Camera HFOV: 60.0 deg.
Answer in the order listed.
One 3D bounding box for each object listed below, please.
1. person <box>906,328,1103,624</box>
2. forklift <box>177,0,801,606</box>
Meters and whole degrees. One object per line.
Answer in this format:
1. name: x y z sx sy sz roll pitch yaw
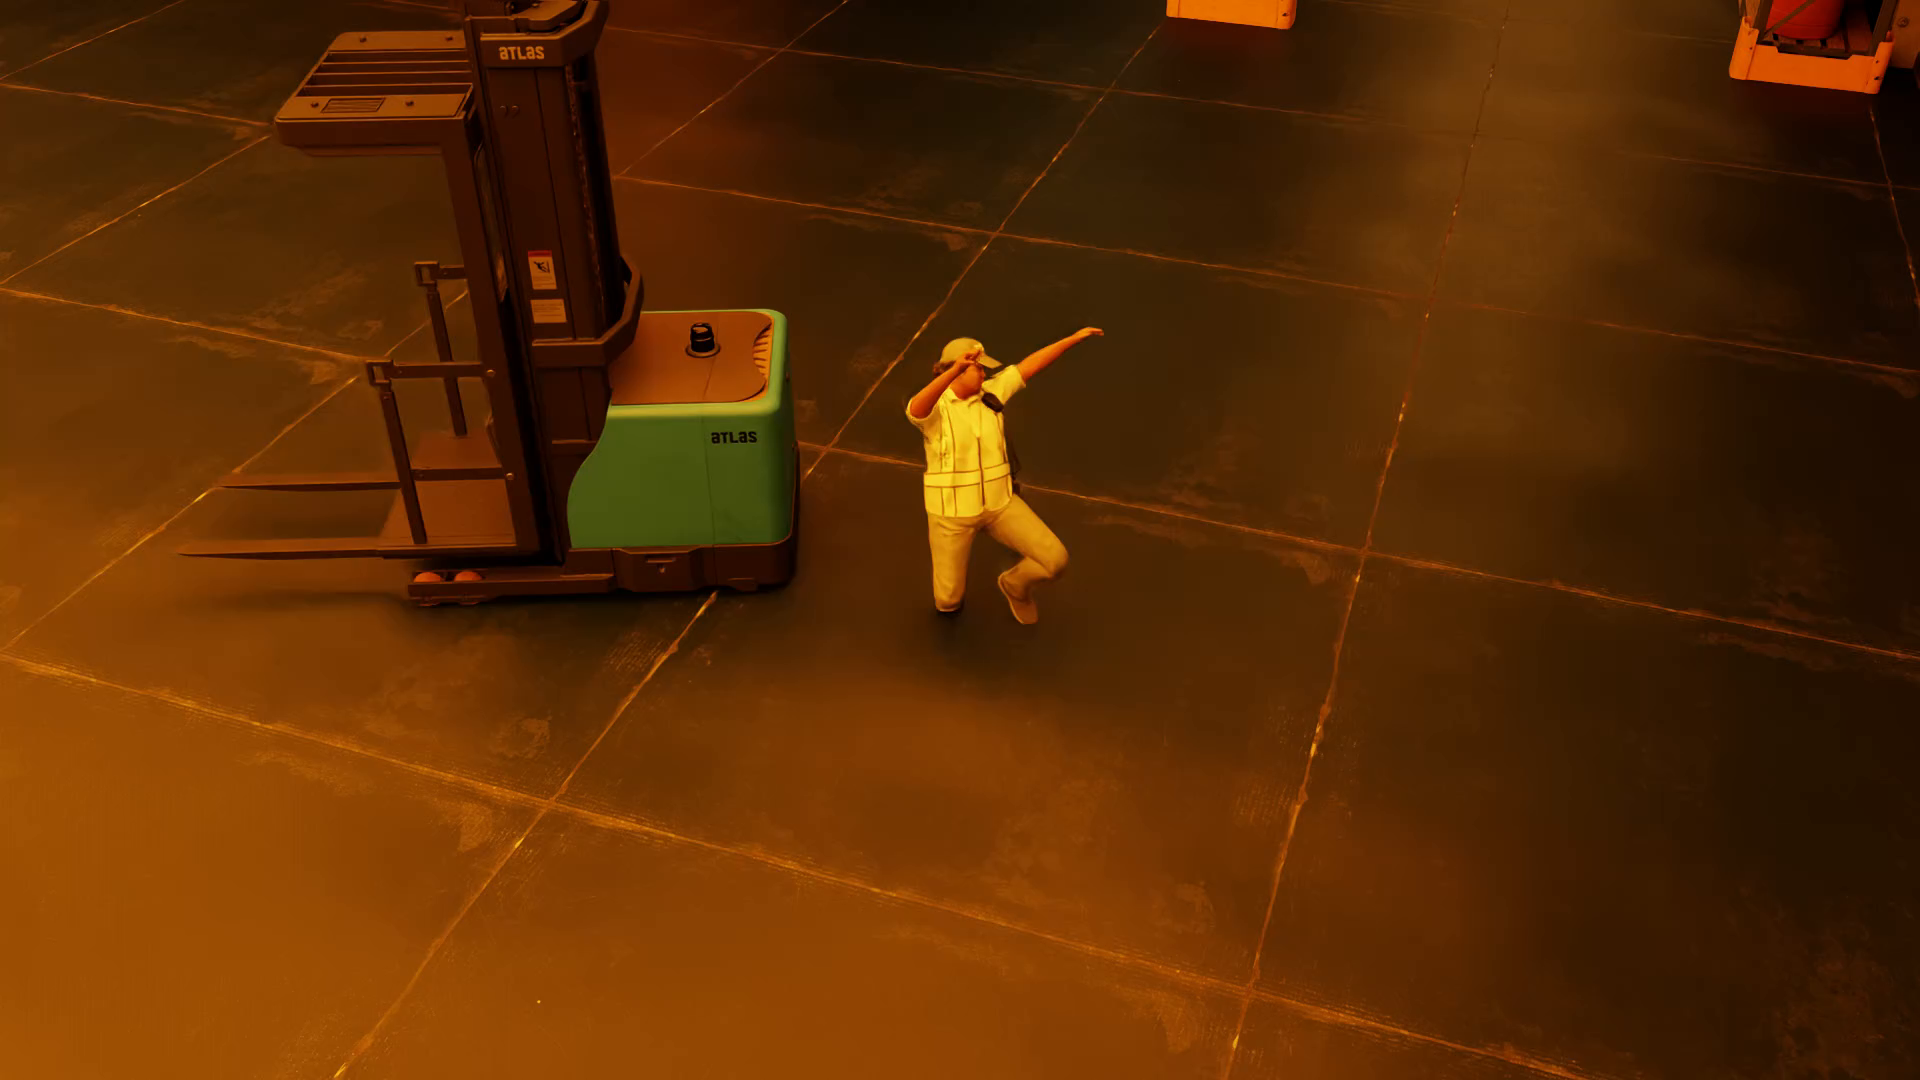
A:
1. person: 0.255 -0.292 7.739 1.011 1.577 0.777 -14 38 -19
2. forklift: -2.355 -1.184 7.781 3.031 2.935 1.130 -2 35 -2
